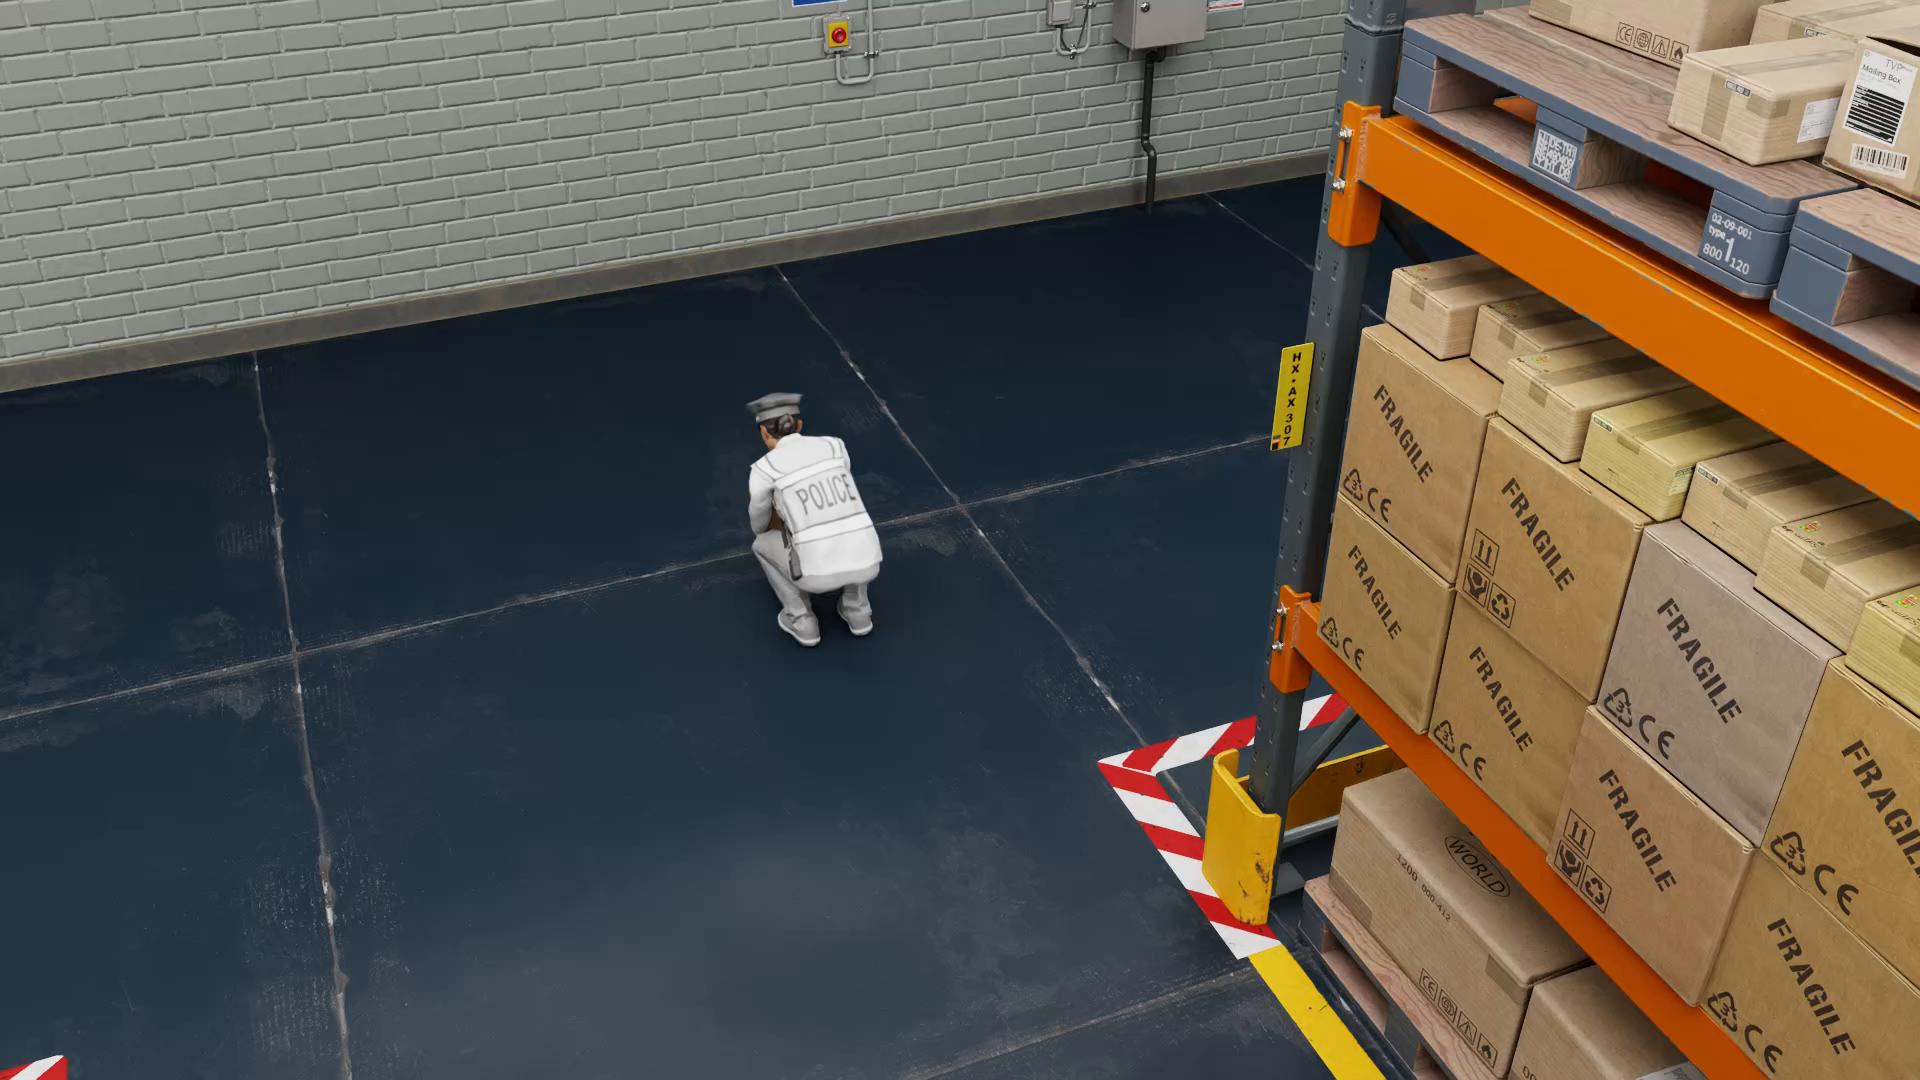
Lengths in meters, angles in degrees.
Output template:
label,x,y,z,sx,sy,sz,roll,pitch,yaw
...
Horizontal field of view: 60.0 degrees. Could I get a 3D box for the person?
label,x,y,z,sx,sy,sz,roll,pitch,yaw
person,-0.628,-0.107,6.937,0.469,0.977,0.834,-14,36,-20
